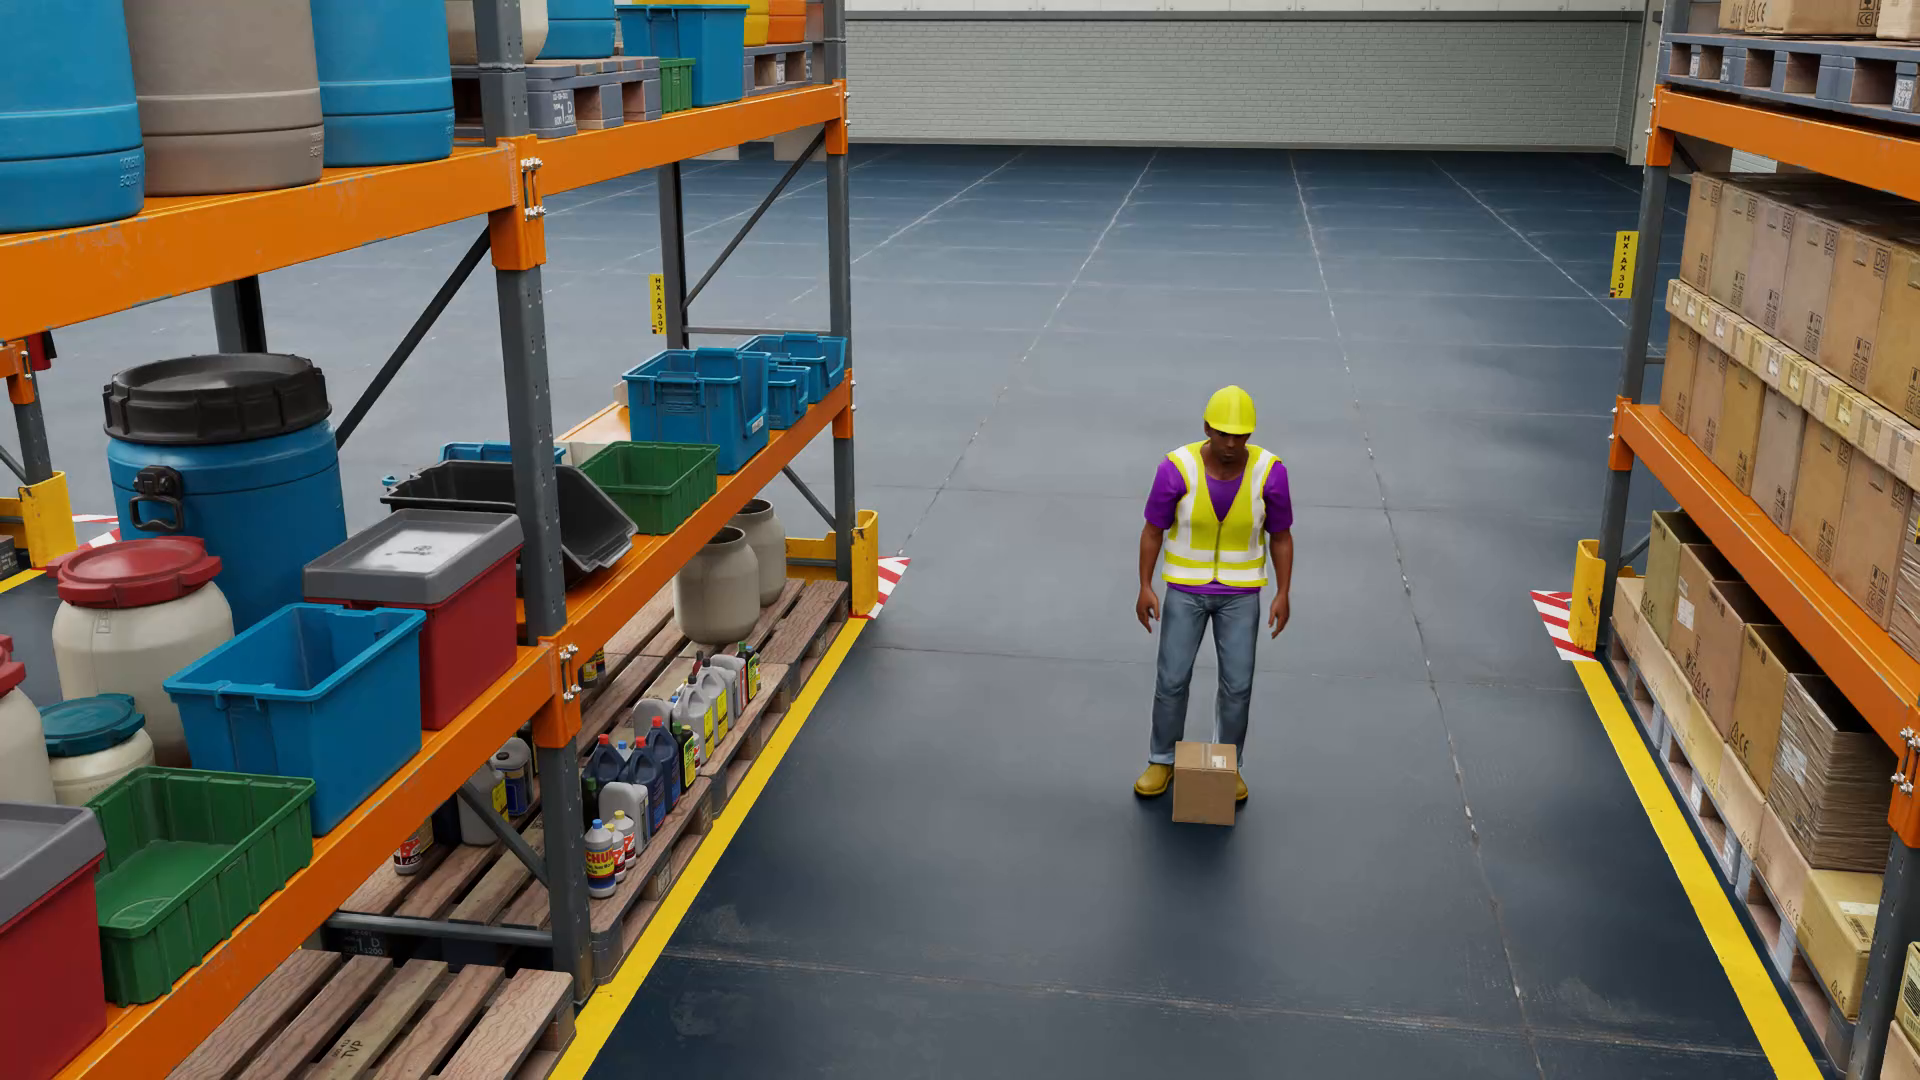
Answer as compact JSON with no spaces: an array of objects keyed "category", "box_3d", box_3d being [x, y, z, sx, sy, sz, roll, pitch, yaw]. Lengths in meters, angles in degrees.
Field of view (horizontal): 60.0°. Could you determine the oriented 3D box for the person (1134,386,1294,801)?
[{"category":"person","box_3d":[1.046,0.218,6.845,0.633,1.759,0.461,2,18,6]}]
